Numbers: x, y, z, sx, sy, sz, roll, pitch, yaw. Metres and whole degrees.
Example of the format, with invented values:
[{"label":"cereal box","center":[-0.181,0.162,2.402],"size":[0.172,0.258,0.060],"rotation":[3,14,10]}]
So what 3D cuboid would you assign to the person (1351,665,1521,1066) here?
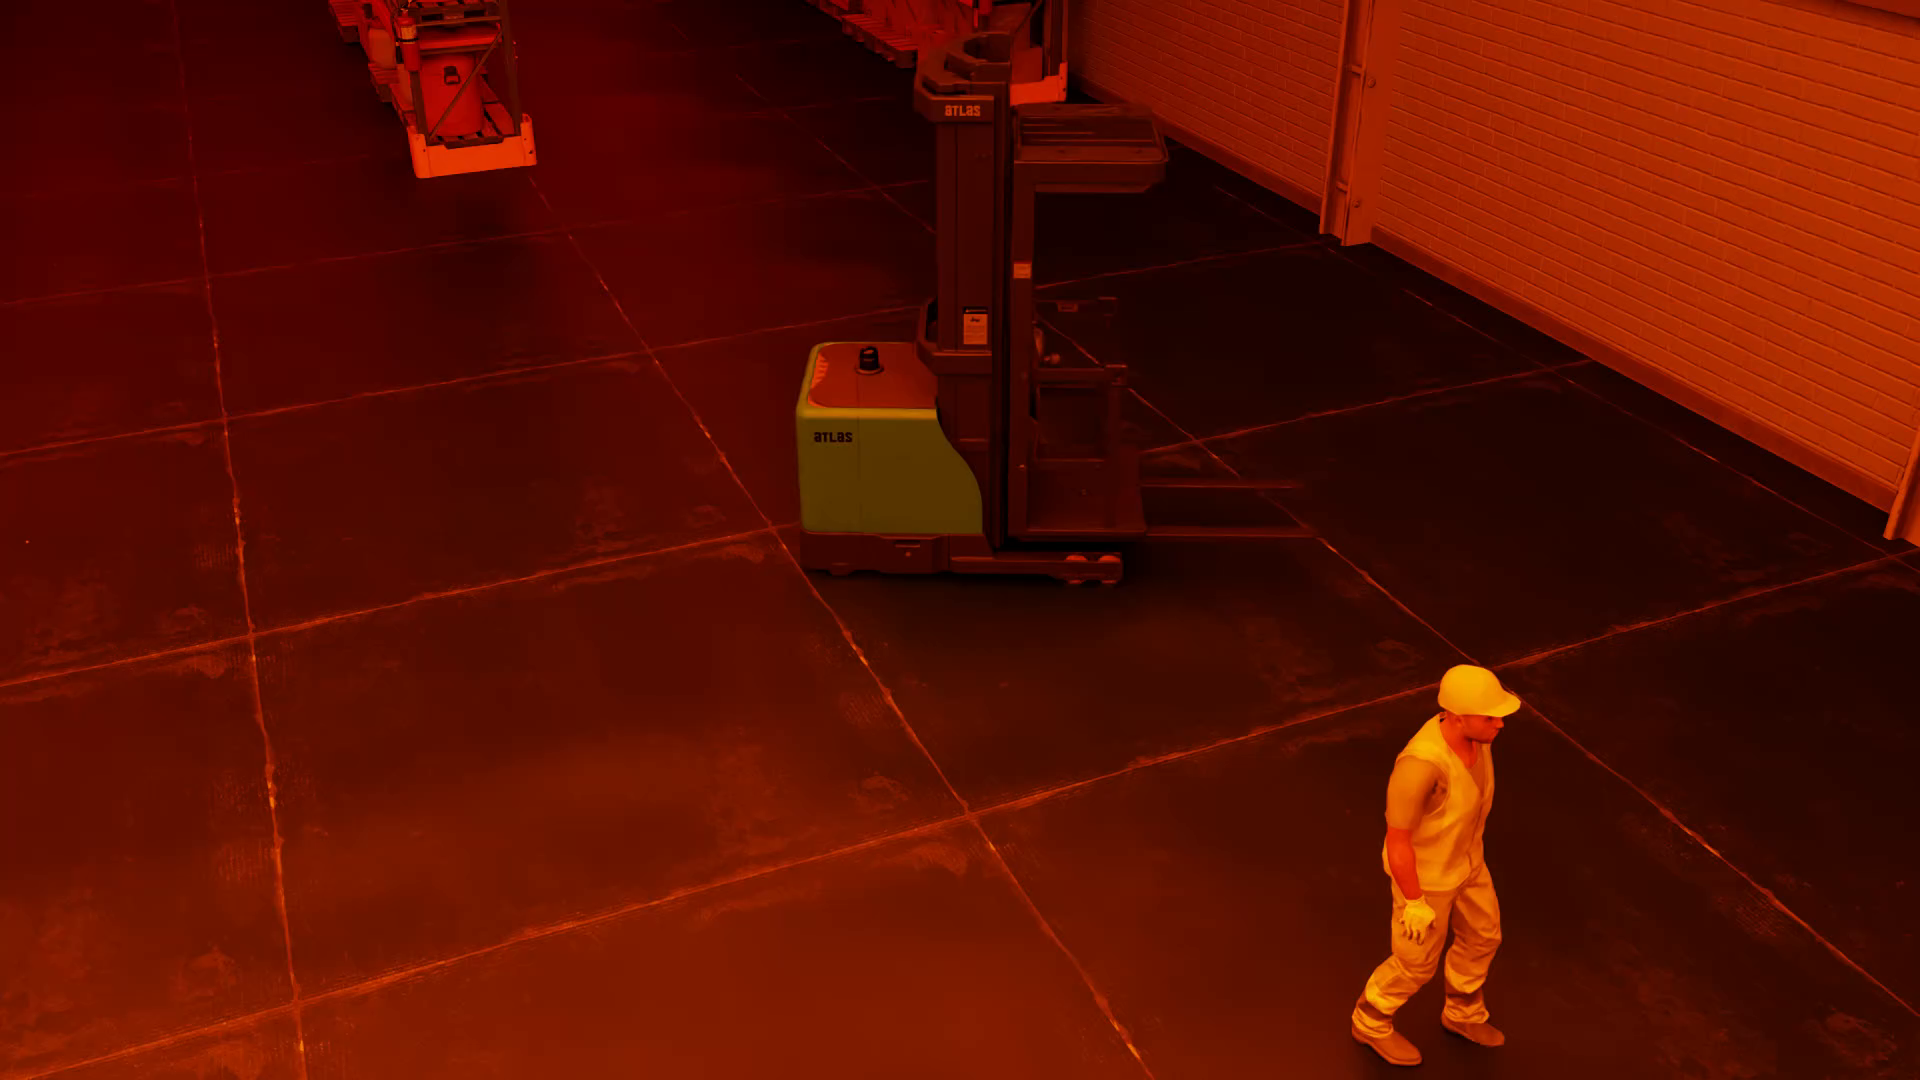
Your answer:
[{"label":"person","center":[1.825,1.260,6.140],"size":[0.525,1.822,0.630],"rotation":[24,38,35]}]

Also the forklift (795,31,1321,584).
[{"label":"forklift","center":[0.592,-1.284,9.366],"size":[3.031,2.935,1.130],"rotation":[1,30,1]}]
